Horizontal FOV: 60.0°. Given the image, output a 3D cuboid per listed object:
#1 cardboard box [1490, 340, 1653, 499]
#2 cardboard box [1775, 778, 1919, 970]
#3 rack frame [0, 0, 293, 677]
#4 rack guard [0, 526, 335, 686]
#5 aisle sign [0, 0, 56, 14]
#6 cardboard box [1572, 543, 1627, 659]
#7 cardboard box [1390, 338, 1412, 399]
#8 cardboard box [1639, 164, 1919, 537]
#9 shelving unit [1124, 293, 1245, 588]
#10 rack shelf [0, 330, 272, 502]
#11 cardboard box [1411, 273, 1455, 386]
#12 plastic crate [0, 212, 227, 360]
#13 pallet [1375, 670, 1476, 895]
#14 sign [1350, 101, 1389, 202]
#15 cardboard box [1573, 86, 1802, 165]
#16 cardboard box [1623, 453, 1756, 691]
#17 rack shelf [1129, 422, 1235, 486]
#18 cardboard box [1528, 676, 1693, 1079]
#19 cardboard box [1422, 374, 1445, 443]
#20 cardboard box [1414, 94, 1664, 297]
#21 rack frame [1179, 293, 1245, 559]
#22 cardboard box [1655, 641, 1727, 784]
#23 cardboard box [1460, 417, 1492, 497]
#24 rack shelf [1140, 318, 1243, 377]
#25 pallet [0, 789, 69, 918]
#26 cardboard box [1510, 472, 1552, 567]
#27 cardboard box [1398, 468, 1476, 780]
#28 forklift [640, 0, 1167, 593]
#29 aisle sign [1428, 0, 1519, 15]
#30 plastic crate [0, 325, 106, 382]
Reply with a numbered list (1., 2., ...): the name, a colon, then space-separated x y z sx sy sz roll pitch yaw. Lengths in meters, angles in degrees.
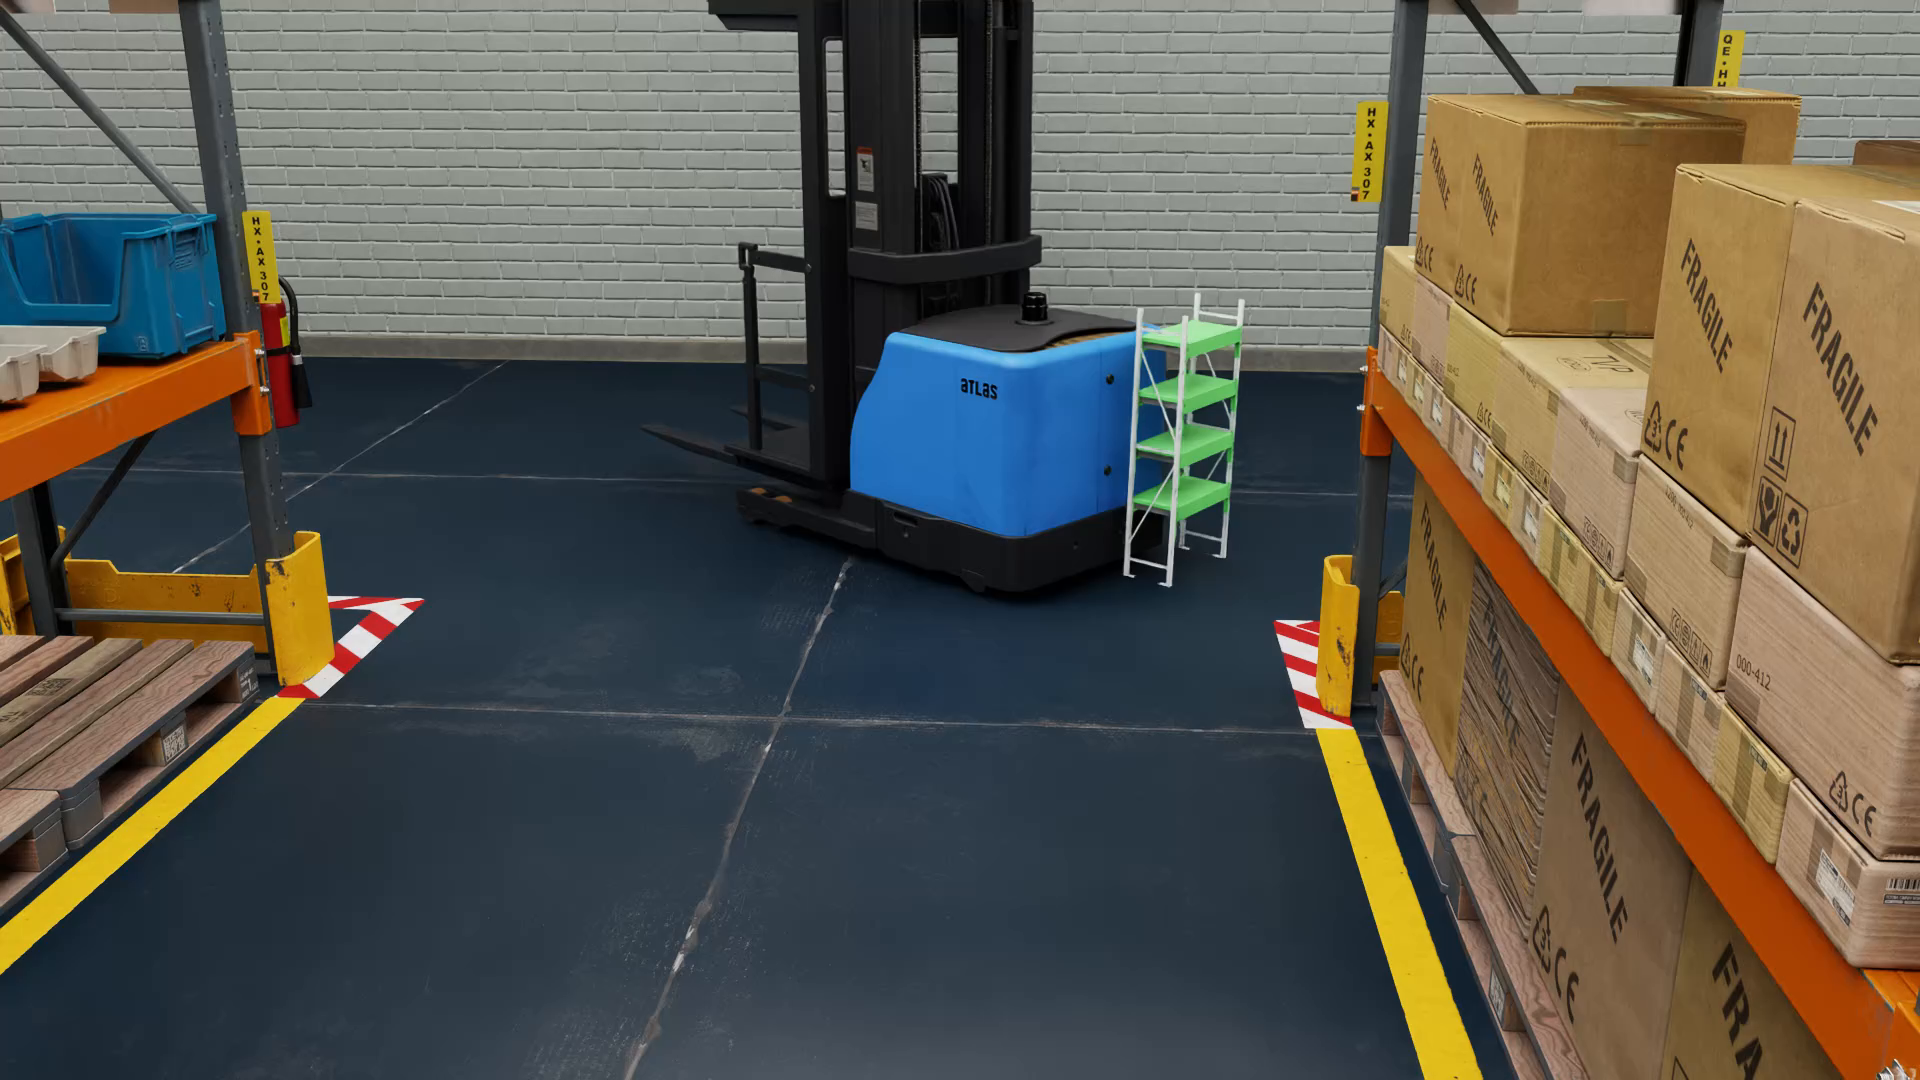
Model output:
1. cardboard box: 1.504 -0.270 3.692 0.500 0.250 0.500 1 18 3
2. cardboard box: 1.319 0.437 2.175 0.380 0.149 0.250 1 18 4
3. rack frame: -3.030 -0.933 5.953 1.000 3.000 0.127 1 18 4
4. rack guard: -3.041 0.247 6.366 1.175 0.500 0.348 1 18 4
5. aisle sign: -3.321 -2.197 5.637 0.394 0.787 0.004 1 18 4
6. cardboard box: 1.392 0.118 3.150 0.380 0.149 0.250 2 18 5
7. cardboard box: 1.539 -0.520 5.098 0.380 0.149 0.250 1 18 3
8. cardboard box: 1.430 -0.311 2.613 0.500 0.500 0.500 1 18 4
9. shelving unit: 0.988 -0.446 7.348 0.258 1.200 0.503 15 23 35
10. rack shelf: -3.173 0.030 4.170 1.077 0.370 4.000 1 18 4
11. cardboard box: 1.576 -0.588 4.663 0.500 0.250 0.500 1 18 3
12. plastic crate: -2.868 -0.870 5.608 0.616 0.435 0.499 1 18 4
13. pallet: 1.931 0.753 5.287 1.003 0.211 1.213 1 18 4
14. sign: 1.357 -1.286 5.512 0.100 0.325 0.005 1 18 4
15. cardboard box: 2.137 -1.092 4.996 0.500 0.500 0.500 2 18 5
16. cardboard box: 1.428 0.046 2.729 0.500 0.250 0.500 2 18 6
17. rack shelf: 0.987 -0.386 7.369 0.258 0.148 0.480 15 23 35
18. cardboard box: 1.815 0.747 3.563 0.875 0.875 0.875 1 18 4
19. cardboard box: 1.503 -0.360 4.608 0.380 0.149 0.250 1 18 3
20. cardboard box: 1.571 -0.951 4.566 0.500 0.500 0.500 1 18 3
21. rack frame: 1.135 -0.507 7.533 0.240 1.200 0.015 15 23 35
22. cardboard box: 1.355 0.278 2.662 0.380 0.149 0.250 1 18 3
23. cardboard box: 1.466 -0.201 4.122 0.380 0.149 0.250 1 18 3
24. rack shelf: 0.995 -0.840 7.213 0.258 0.148 0.480 15 23 35
25. pallet: -3.218 1.025 4.455 1.003 0.211 1.213 1 18 4
26. cardboard box: 1.430 -0.041 3.634 0.380 0.149 0.250 2 18 5
27. cardboard box: 1.944 0.188 5.269 0.875 0.875 0.875 1 18 4
28. forklift: -0.456 -1.541 7.920 1.130 2.935 3.031 -17 25 -42
29. aisle sign: 1.616 -2.087 5.300 0.394 0.787 0.004 1 18 4
30. plastic crate: -2.908 -0.579 5.200 0.396 0.136 0.243 1 18 4
